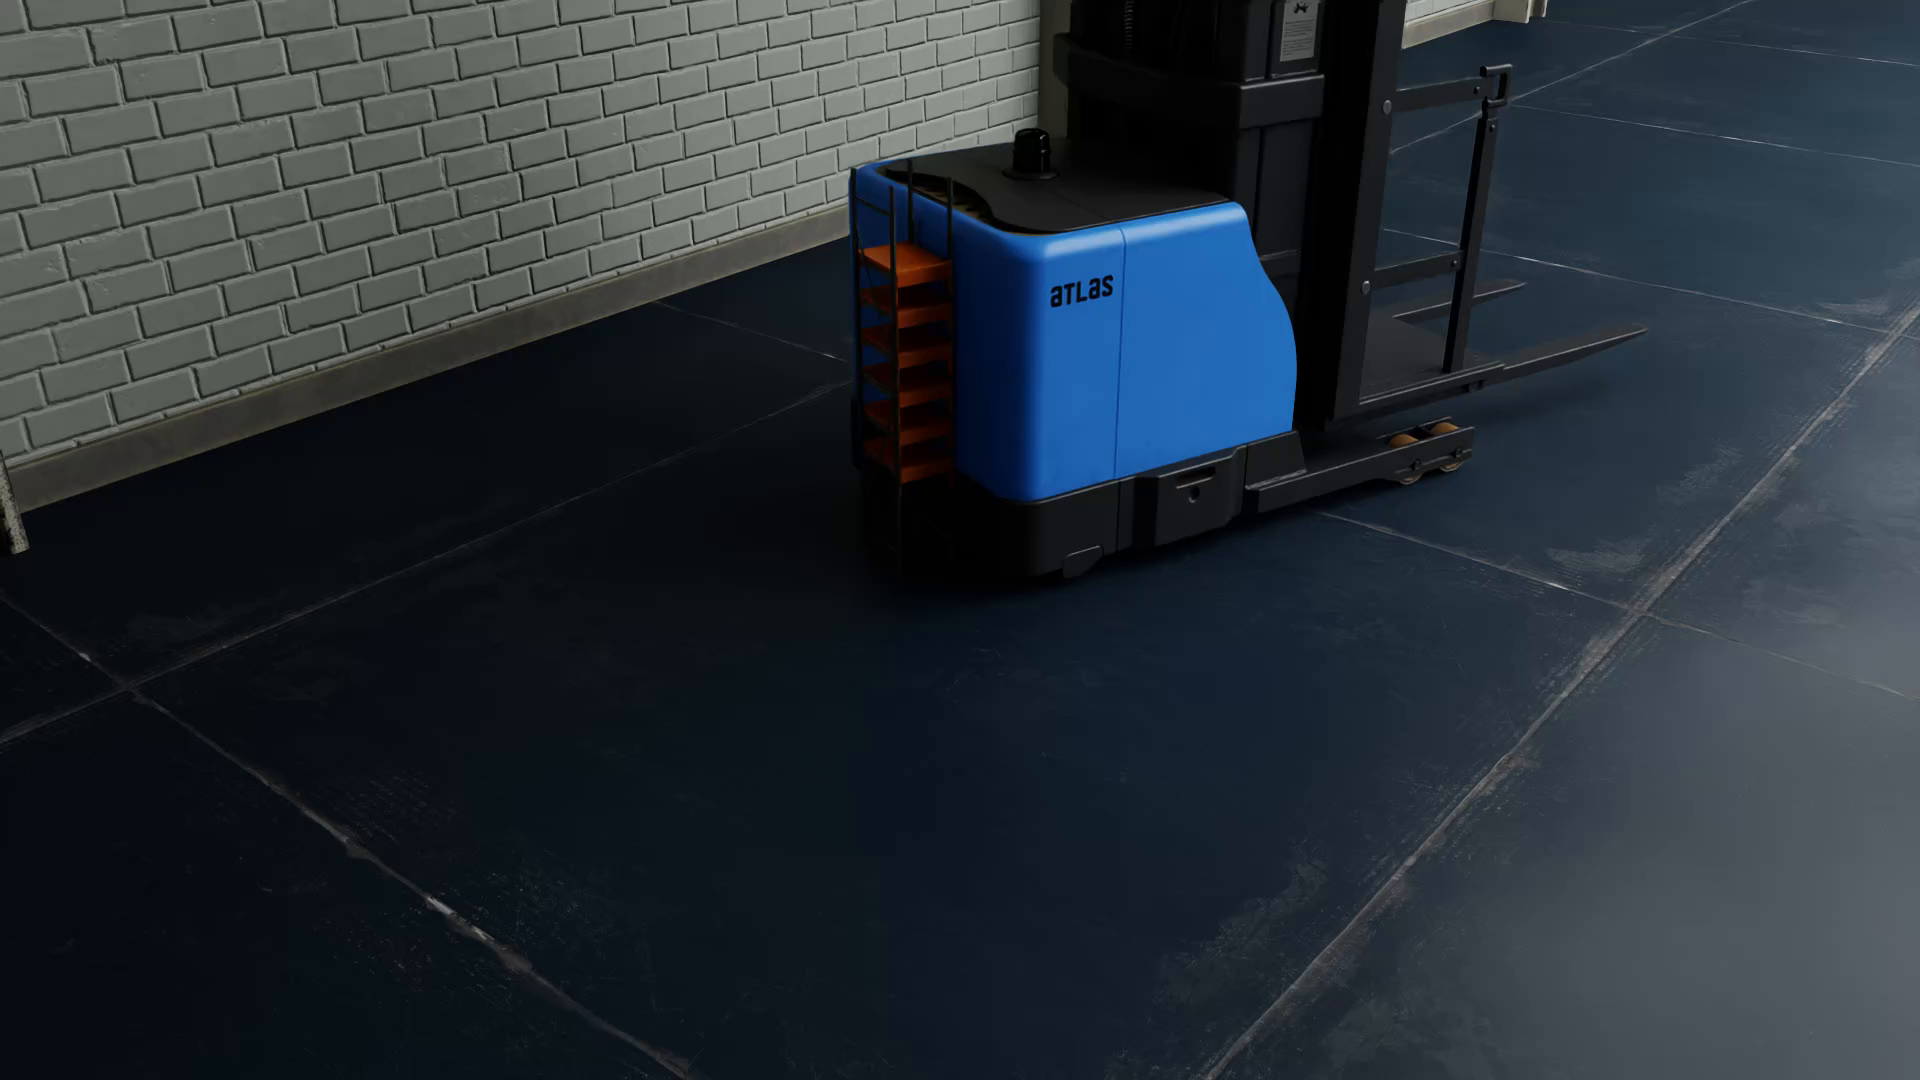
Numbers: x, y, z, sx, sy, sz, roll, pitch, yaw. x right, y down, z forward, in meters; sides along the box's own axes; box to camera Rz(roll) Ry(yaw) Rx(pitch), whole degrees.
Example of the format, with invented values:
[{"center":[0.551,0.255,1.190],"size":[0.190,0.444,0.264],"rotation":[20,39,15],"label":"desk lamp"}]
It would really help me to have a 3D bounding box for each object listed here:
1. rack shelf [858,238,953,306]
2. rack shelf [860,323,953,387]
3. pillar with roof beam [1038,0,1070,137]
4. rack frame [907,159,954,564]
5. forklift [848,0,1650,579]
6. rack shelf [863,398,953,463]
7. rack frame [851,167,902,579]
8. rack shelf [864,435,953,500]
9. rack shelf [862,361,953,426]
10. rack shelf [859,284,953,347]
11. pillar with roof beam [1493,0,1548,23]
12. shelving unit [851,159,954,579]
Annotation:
[{"center":[-0.163,-0.765,4.736],"size":[0.180,0.103,0.258],"rotation":[-16,31,-28],"label":"rack shelf"},{"center":[-0.163,-0.552,4.846],"size":[0.180,0.103,0.258],"rotation":[-16,31,-28],"label":"rack shelf"},{"center":[3.986,-4.815,4.764],"size":[9.100,9.000,0.400],"rotation":[21,34,34],"label":"pillar with roof beam"},{"center":[-0.085,-0.507,4.924],"size":[0.006,1.200,0.240],"rotation":[-16,31,-28],"label":"rack frame"},{"center":[1.163,-1.679,5.306],"size":[3.031,2.935,1.130],"rotation":[-16,31,-28],"label":"forklift"},{"center":[-0.163,-0.339,4.957],"size":[0.180,0.103,0.258],"rotation":[-16,31,-28],"label":"rack shelf"},{"center":[-0.241,-0.463,4.838],"size":[0.006,1.200,0.240],"rotation":[-16,31,-28],"label":"rack frame"},{"center":[-0.163,-0.232,5.012],"size":[0.180,0.103,0.258],"rotation":[-16,31,-28],"label":"rack shelf"},{"center":[-0.163,-0.445,4.901],"size":[0.180,0.103,0.258],"rotation":[-16,31,-28],"label":"rack shelf"},{"center":[-0.163,-0.658,4.791],"size":[0.180,0.103,0.258],"rotation":[-16,31,-28],"label":"rack shelf"},{"center":[7.803,-6.942,8.876],"size":[9.100,9.000,0.400],"rotation":[21,34,34],"label":"pillar with roof beam"},{"center":[-0.163,-0.485,4.881],"size":[0.189,1.200,0.258],"rotation":[-16,31,-28],"label":"shelving unit"}]
